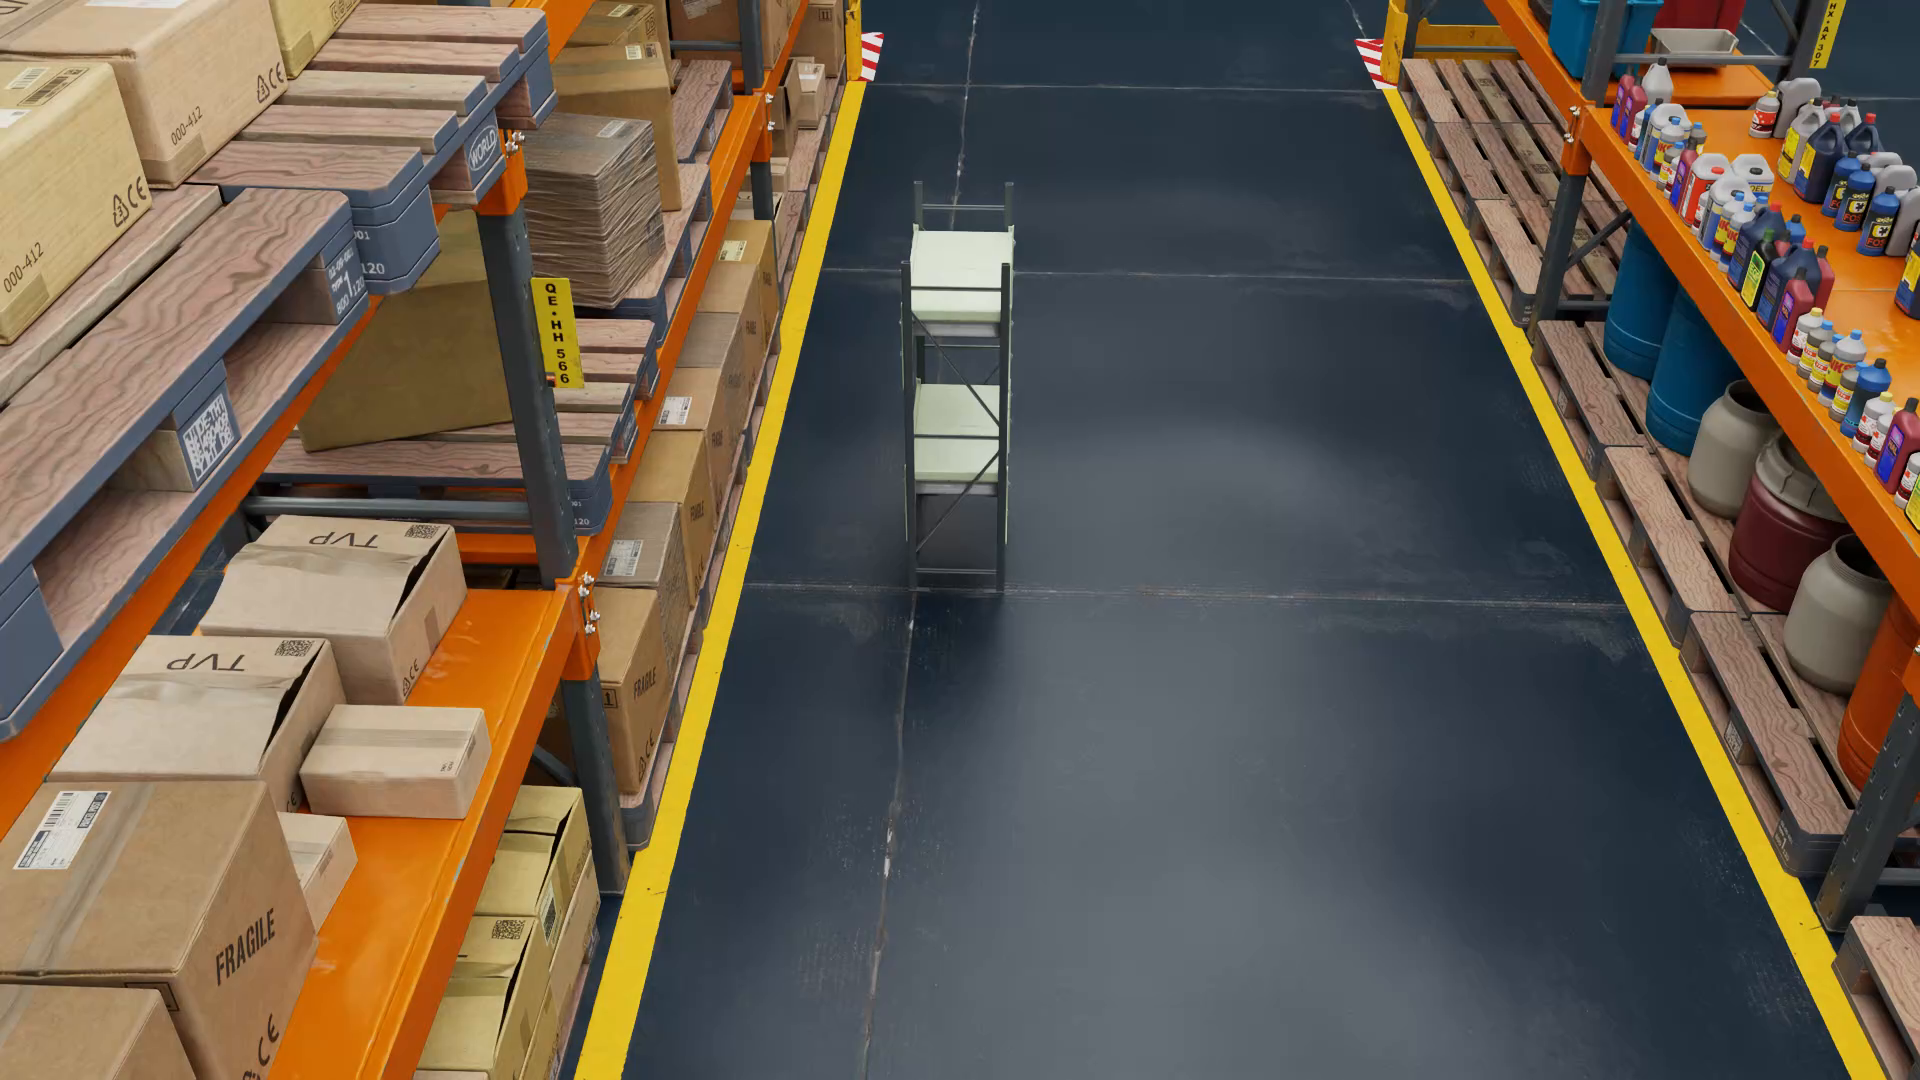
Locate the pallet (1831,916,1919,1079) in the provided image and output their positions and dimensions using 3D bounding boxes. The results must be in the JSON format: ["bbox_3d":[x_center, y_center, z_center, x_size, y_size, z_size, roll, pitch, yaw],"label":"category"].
[{"bbox_3d":[3.259,1.619,4.763,1.003,0.211,1.213,1,35,2],"label":"pallet"}]

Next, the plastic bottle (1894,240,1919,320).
[{"bbox_3d":[3.578,-1.002,6.110,0.144,0.351,0.185,1,35,2],"label":"plastic bottle"}]

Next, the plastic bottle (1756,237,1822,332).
[{"bbox_3d":[3.013,-0.936,6.016,0.144,0.351,0.185,1,35,2],"label":"plastic bottle"}]

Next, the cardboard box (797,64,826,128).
[{"bbox_3d":[-1.143,-2.871,10.735,0.500,0.250,0.500,1,35,2],"label":"cardboard box"}]

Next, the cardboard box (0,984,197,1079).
[{"bbox_3d":[-1.693,1.143,2.928,0.500,0.500,0.500,1,35,2],"label":"cardboard box"}]

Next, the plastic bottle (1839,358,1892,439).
[{"bbox_3d":[2.959,-0.466,5.417,0.097,0.271,0.097,0,35,0],"label":"plastic bottle"}]

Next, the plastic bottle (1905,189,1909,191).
[{"bbox_3d":[3.779,-1.305,6.671,0.097,0.201,0.097,0,35,0],"label":"plastic bottle"}]

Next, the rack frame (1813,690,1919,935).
[{"bbox_3d":[3.329,0.034,4.594,1.000,3.000,0.127,1,35,2],"label":"rack frame"}]

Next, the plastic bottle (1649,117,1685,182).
[{"bbox_3d":[3.043,-1.679,7.142,0.097,0.271,0.097,0,35,0],"label":"plastic bottle"}]

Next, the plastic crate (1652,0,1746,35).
[{"bbox_3d":[3.776,-2.823,8.550,0.402,0.464,0.583,1,35,2],"label":"plastic crate"}]

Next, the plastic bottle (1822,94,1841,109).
[{"bbox_3d":[3.833,-1.849,7.374,0.061,0.283,0.133,1,35,2],"label":"plastic bottle"}]

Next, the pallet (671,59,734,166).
[{"bbox_3d":[-1.601,-1.846,7.435,1.003,0.211,1.213,1,35,2],"label":"pallet"}]

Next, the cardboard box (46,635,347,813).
[{"bbox_3d":[-1.850,0.463,4.060,0.500,0.311,0.500,1,35,1],"label":"cardboard box"}]

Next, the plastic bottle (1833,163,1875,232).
[{"bbox_3d":[3.631,-1.393,6.736,0.097,0.271,0.097,0,35,0],"label":"plastic bottle"}]

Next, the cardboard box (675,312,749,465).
[{"bbox_3d":[-1.242,-0.676,7.395,0.500,0.500,0.500,2,35,2],"label":"cardboard box"}]

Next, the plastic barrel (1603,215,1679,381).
[{"bbox_3d":[3.451,-1.266,7.902,0.600,0.901,0.708,1,35,2],"label":"plastic barrel"}]

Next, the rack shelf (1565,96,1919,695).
[{"bbox_3d":[3.409,-0.821,6.435,1.077,0.370,4.000,1,35,2],"label":"rack shelf"}]

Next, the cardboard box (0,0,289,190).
[{"bbox_3d":[-1.585,-0.857,3.017,0.500,0.250,0.500,2,35,3],"label":"cardboard box"}]

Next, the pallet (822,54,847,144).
[{"bbox_3d":[-1.333,-3.037,11.387,1.003,0.211,1.213,1,35,2],"label":"pallet"}]

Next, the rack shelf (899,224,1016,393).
[{"bbox_3d":[0.000,-0.929,6.589,0.431,0.370,0.720,1,35,2],"label":"rack shelf"}]

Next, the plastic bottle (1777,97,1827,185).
[{"bbox_3d":[3.635,-1.712,7.120,0.144,0.351,0.185,1,35,2],"label":"plastic bottle"}]

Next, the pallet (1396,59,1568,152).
[{"bbox_3d":[3.578,-2.949,11.262,1.003,0.211,1.213,1,35,2],"label":"pallet"}]

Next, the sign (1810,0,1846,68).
[{"bbox_3d":[4.039,-2.364,7.764,0.100,0.325,0.005,1,35,2],"label":"sign"}]

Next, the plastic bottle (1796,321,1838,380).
[{"bbox_3d":[2.974,-0.661,5.755,0.097,0.201,0.097,0,35,0],"label":"plastic bottle"}]

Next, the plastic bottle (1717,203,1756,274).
[{"bbox_3d":[3.008,-1.168,6.415,0.097,0.271,0.097,0,35,0],"label":"plastic bottle"}]

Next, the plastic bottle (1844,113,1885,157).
[{"bbox_3d":[3.772,-1.603,6.964,0.144,0.351,0.185,1,35,2],"label":"plastic bottle"}]

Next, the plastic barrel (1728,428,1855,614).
[{"bbox_3d":[3.377,-0.082,6.490,0.600,0.588,0.708,1,35,2],"label":"plastic barrel"}]

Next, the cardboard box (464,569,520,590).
[{"bbox_3d":[-1.817,0.217,6.124,0.500,0.500,0.500,3,35,4],"label":"cardboard box"}]

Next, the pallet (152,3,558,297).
[{"bbox_3d":[-1.558,-0.841,3.394,1.213,0.211,1.003,3,35,4],"label":"pallet"}]

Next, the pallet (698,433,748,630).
[{"bbox_3d":[-1.501,-0.069,7.165,1.003,0.211,1.213,1,35,2],"label":"pallet"}]

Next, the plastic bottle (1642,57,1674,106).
[{"bbox_3d":[3.150,-2.026,7.568,0.144,0.351,0.185,1,35,2],"label":"plastic bottle"}]

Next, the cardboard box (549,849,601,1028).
[{"bbox_3d":[-1.398,1.178,4.991,0.500,0.250,0.500,2,35,3],"label":"cardboard box"}]

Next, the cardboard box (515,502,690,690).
[{"bbox_3d":[-1.301,0.204,6.143,0.500,0.500,0.500,0,35,0],"label":"cardboard box"}]

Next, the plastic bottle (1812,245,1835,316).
[{"bbox_3d":[3.116,-0.921,6.053,0.061,0.283,0.133,1,35,2],"label":"plastic bottle"}]

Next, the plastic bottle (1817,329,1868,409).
[{"bbox_3d":[2.966,-0.578,5.576,0.097,0.271,0.097,0,35,0],"label":"plastic bottle"}]

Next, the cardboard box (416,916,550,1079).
[{"bbox_3d":[-1.410,1.246,4.407,0.500,0.311,0.500,1,35,1],"label":"cardboard box"}]

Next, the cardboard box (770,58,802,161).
[{"bbox_3d":[-1.390,-2.619,10.157,0.797,0.503,0.637,1,35,2],"label":"cardboard box"}]

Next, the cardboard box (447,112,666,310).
[{"bbox_3d":[-1.480,-1.181,5.870,0.700,0.500,0.500,8,36,11],"label":"cardboard box"}]

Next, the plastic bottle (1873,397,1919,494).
[{"bbox_3d":[2.928,-0.294,5.160,0.061,0.283,0.133,1,35,2],"label":"plastic bottle"}]

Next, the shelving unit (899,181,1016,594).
[{"bbox_3d":[0.000,-0.610,6.813,0.431,1.500,0.755,1,35,2],"label":"shelving unit"}]

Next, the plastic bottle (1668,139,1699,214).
[{"bbox_3d":[3.013,-1.506,6.885,0.061,0.283,0.133,1,35,2],"label":"plastic bottle"}]

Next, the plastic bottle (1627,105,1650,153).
[{"bbox_3d":[3.057,-1.839,7.431,0.097,0.201,0.097,0,35,0],"label":"plastic bottle"}]

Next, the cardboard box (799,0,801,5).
[{"bbox_3d":[-1.127,-3.290,9.236,0.500,0.500,0.500,1,35,2],"label":"cardboard box"}]

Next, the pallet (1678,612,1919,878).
[{"bbox_3d":[3.319,0.720,6.041,1.003,0.211,1.213,1,35,2],"label":"pallet"}]

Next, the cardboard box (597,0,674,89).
[{"bbox_3d":[-1.702,-2.327,7.500,0.700,0.500,0.500,-10,36,-14],"label":"cardboard box"}]

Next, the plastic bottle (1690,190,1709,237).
[{"bbox_3d":[3.021,-1.328,6.704,0.097,0.201,0.097,0,35,0],"label":"plastic bottle"}]

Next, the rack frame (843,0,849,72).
[{"bbox_3d":[-1.299,-4.679,11.299,1.000,3.000,0.127,1,35,2],"label":"rack frame"}]

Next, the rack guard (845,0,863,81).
[{"bbox_3d":[-1.302,-3.613,11.956,1.175,0.500,0.348,1,35,2],"label":"rack guard"}]

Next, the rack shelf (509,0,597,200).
[{"bbox_3d":[-1.540,-2.165,5.739,1.077,0.370,4.000,1,35,2],"label":"rack shelf"}]

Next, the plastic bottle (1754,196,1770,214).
[{"bbox_3d":[3.169,-1.269,6.619,0.097,0.201,0.097,0,35,0],"label":"plastic bottle"}]
